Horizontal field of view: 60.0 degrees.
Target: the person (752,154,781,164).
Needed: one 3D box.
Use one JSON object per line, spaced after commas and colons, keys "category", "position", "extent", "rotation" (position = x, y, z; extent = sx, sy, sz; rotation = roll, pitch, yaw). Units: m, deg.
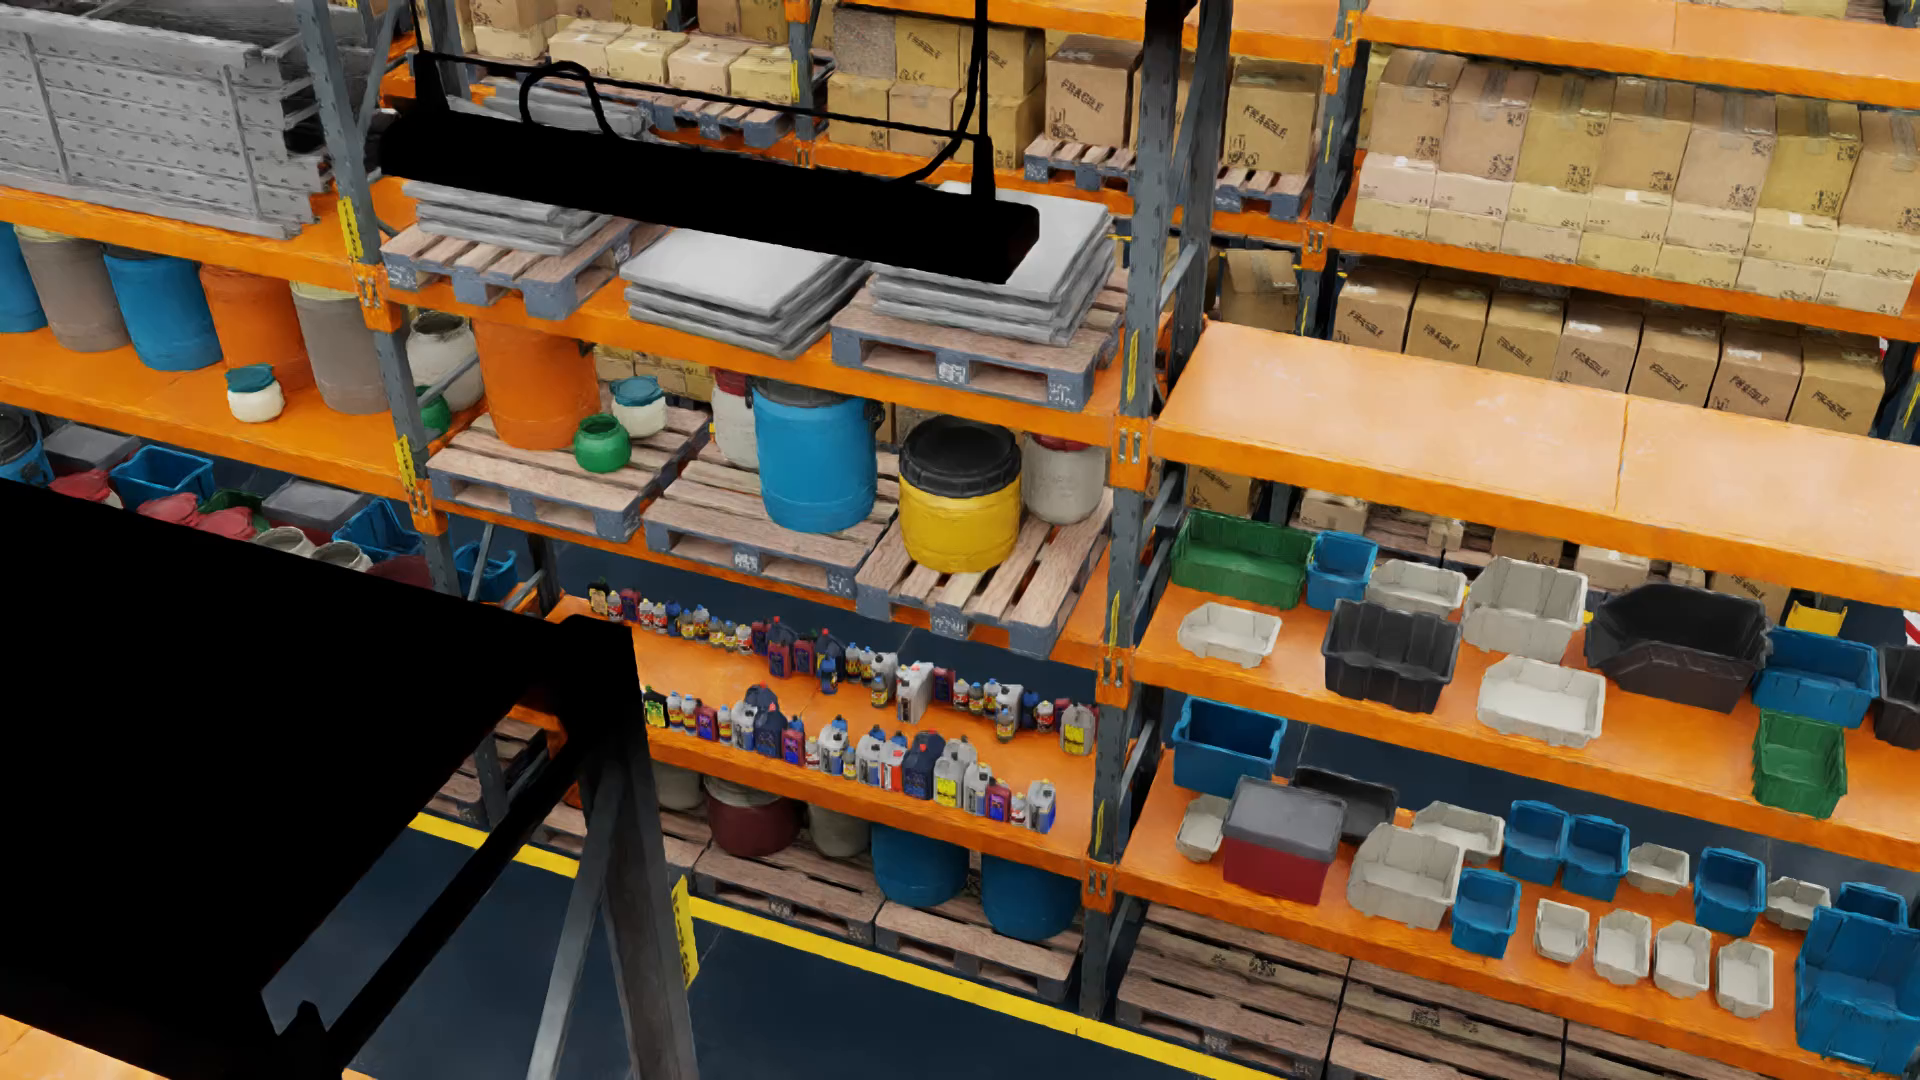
{"category": "person", "position": [-1.853, -2.998, 15.974], "extent": [0.595, 1.737, 0.449], "rotation": [-7, 37, -9]}
